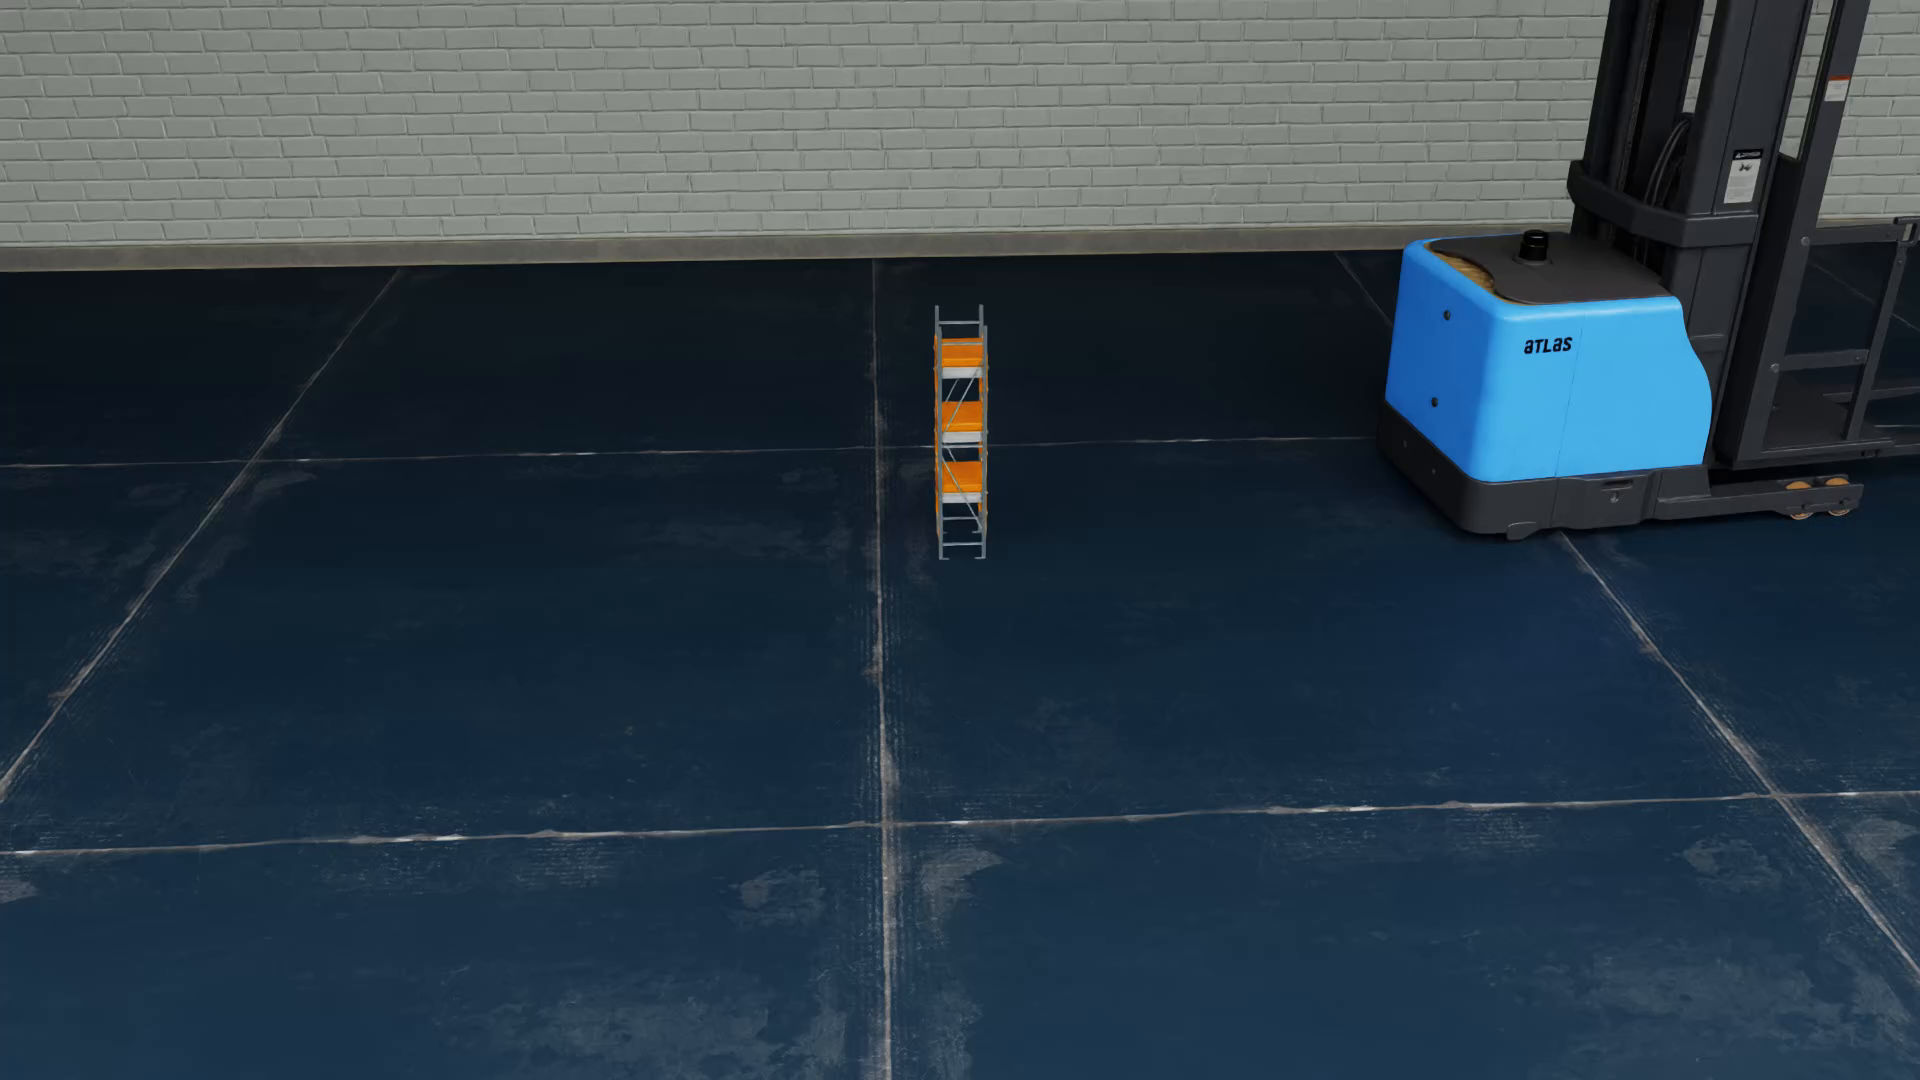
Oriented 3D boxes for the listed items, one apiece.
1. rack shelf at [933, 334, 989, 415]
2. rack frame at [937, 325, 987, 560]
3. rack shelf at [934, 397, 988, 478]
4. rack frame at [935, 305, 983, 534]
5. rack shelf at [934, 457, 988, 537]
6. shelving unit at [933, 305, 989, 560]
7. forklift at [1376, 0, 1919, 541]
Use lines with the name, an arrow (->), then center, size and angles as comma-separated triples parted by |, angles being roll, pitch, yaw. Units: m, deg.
rack shelf -> 0.003, -0.683, 6.834 | 0.215, 0.259, 0.240 | -1, 28, -3
rack frame -> 0.009, -0.384, 6.852 | 0.200, 1.050, 0.008 | -1, 28, -3
rack shelf -> 0.003, -0.431, 6.965 | 0.215, 0.259, 0.240 | -1, 28, -3
rack frame -> -0.004, -0.497, 7.068 | 0.200, 1.050, 0.008 | -1, 28, -3
rack shelf -> 0.003, -0.185, 7.093 | 0.215, 0.259, 0.240 | -1, 28, -3
shelving unit -> 0.003, -0.441, 6.960 | 0.215, 1.050, 0.252 | -1, 28, -3
forklift -> 3.561, -1.626, 7.197 | 3.031, 2.935, 1.130 | -5, 28, -10
